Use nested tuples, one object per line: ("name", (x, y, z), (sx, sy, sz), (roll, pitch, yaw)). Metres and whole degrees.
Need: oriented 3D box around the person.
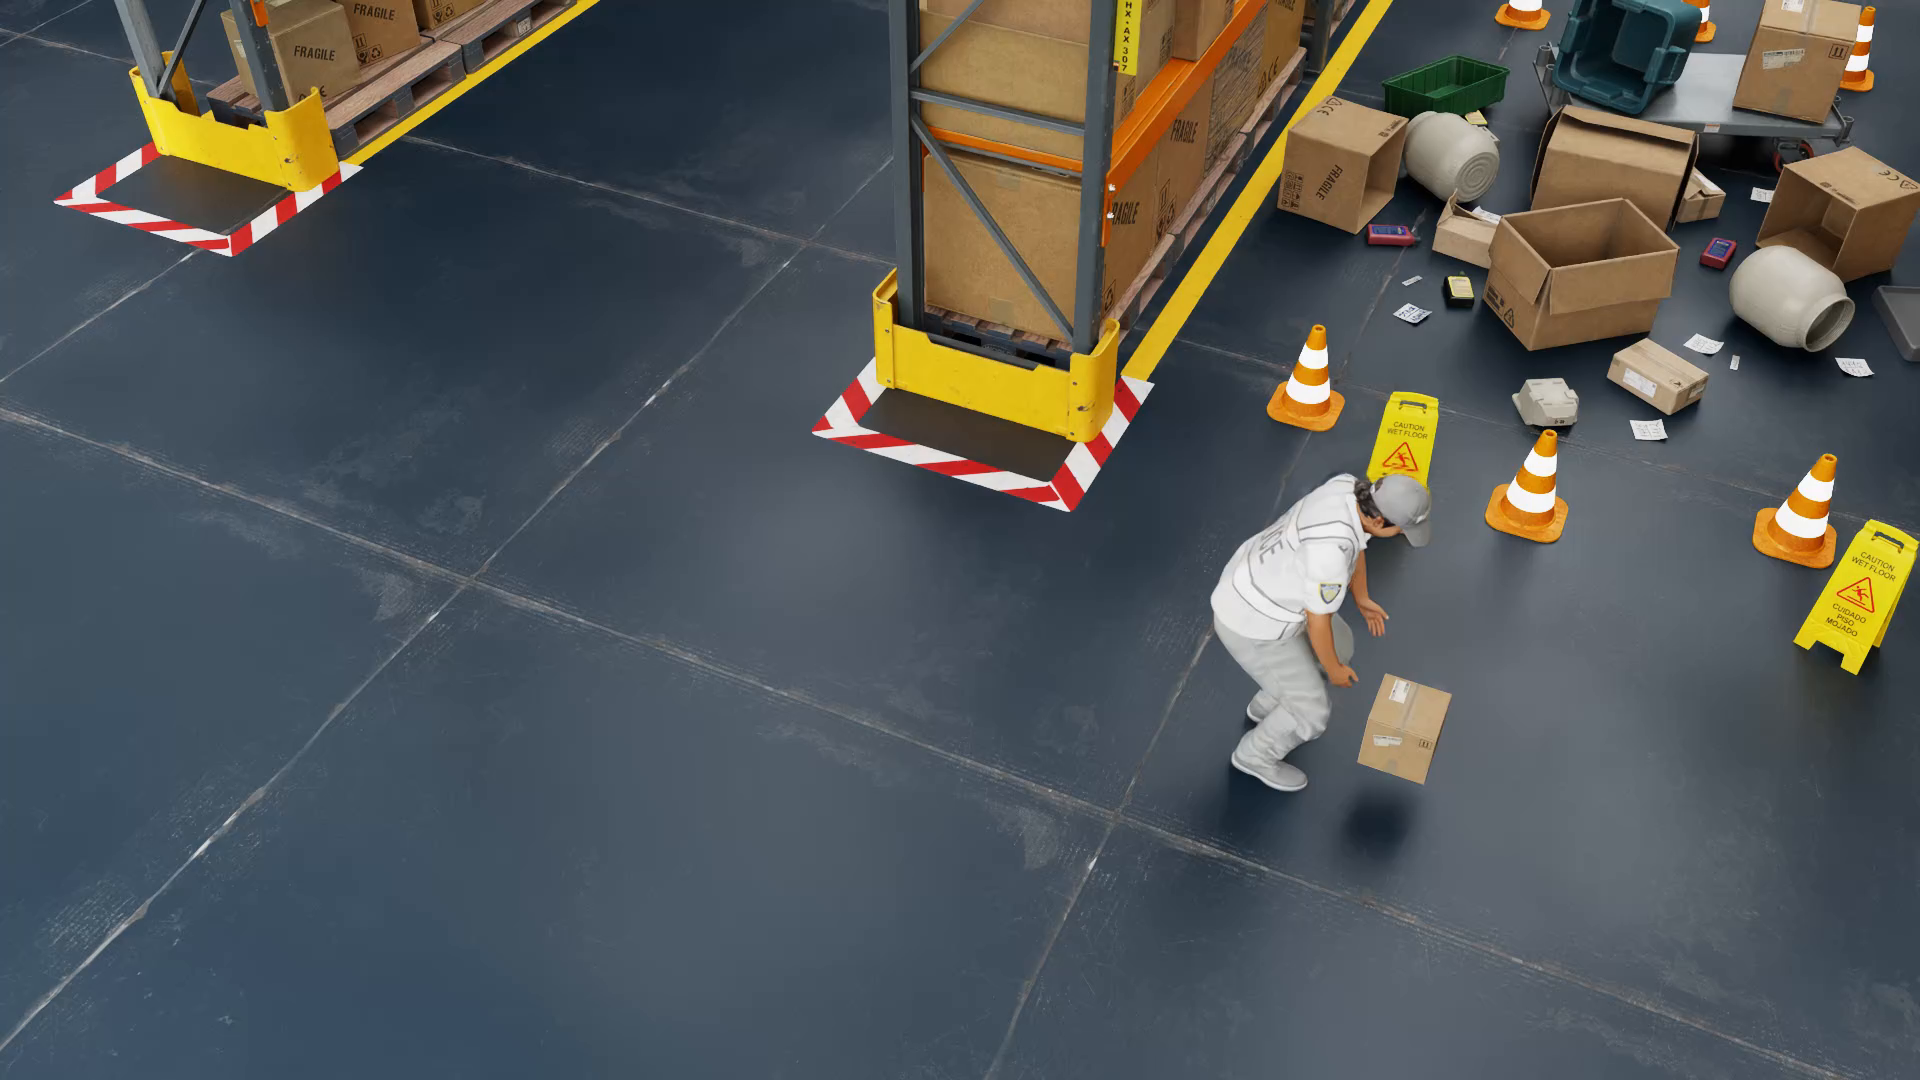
("person", (1.271, 0.272, 6.041), (0.691, 1.432, 0.532), (18, 45, 19))
